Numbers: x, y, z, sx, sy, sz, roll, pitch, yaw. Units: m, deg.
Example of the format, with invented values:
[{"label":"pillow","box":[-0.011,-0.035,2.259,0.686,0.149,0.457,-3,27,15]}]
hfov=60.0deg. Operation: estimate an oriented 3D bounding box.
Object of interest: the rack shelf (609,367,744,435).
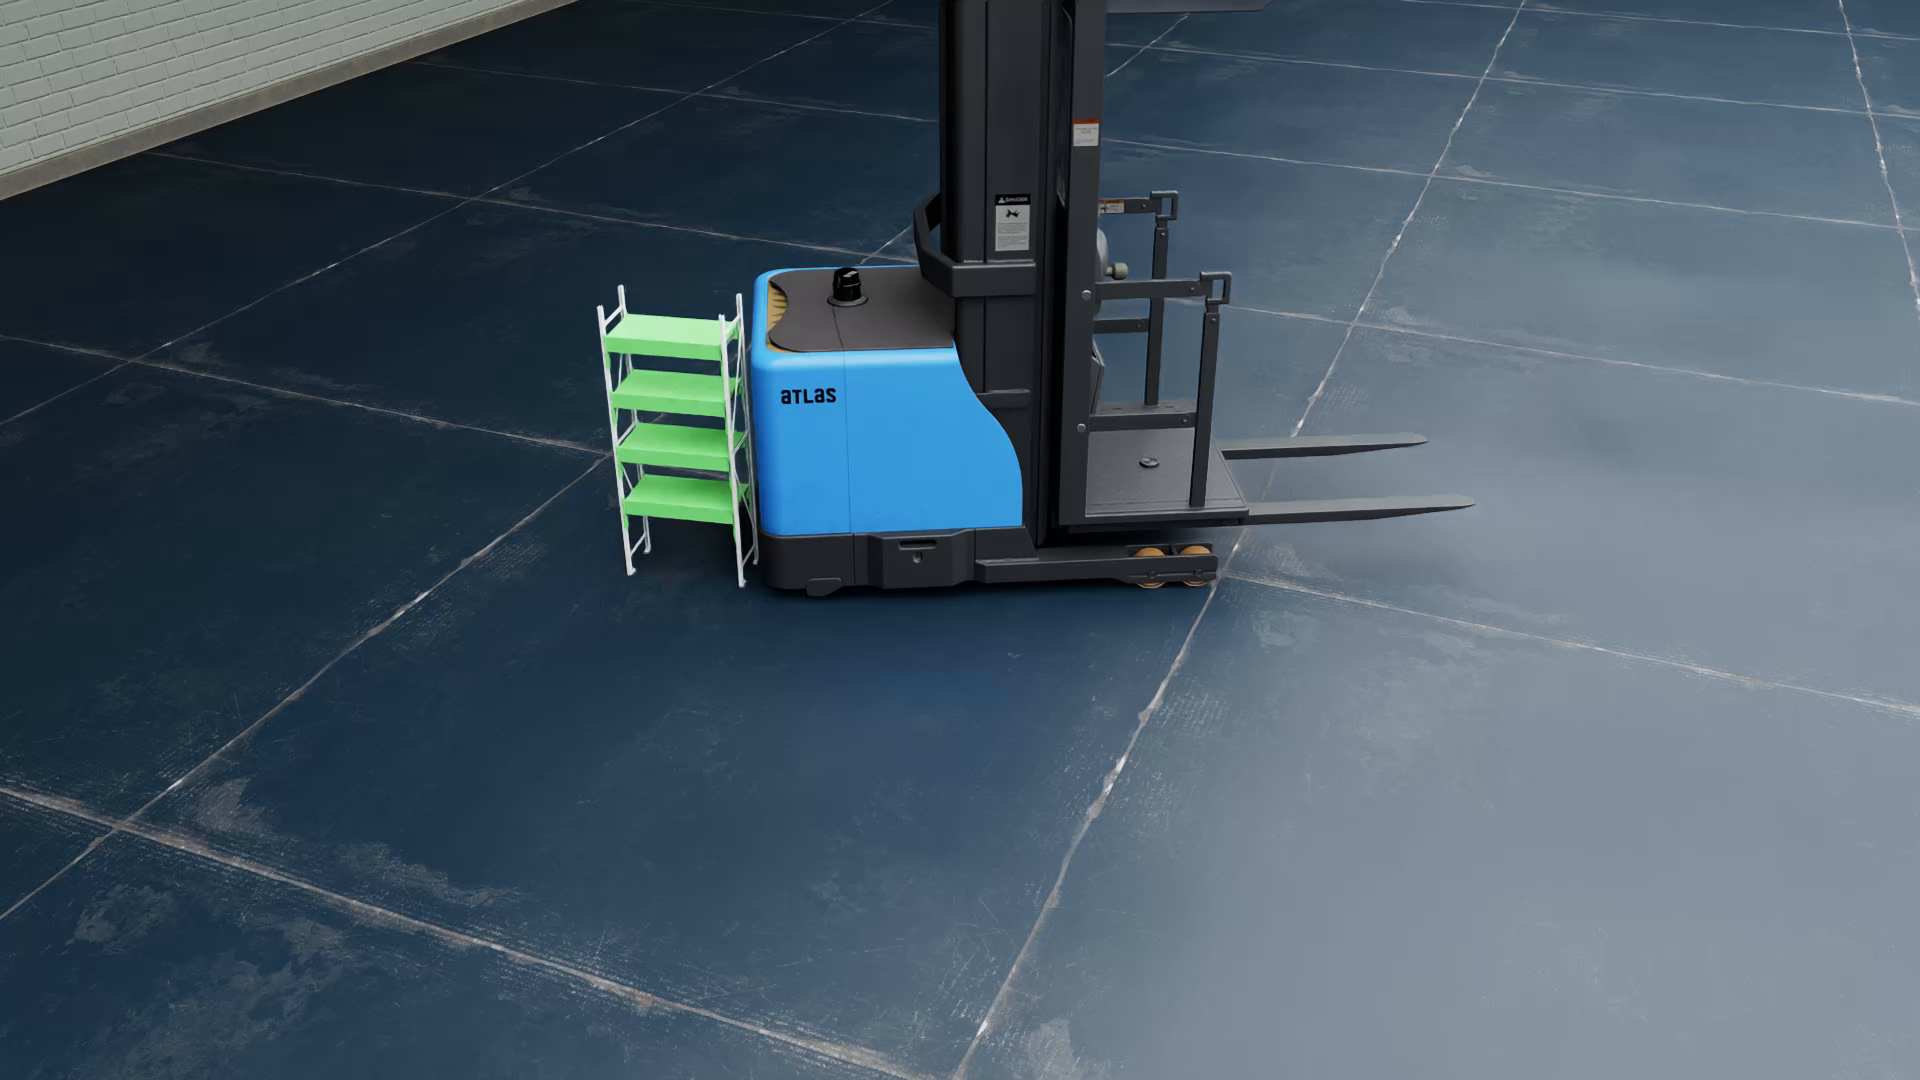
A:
[{"label":"rack shelf","box":[-1.126,-0.560,6.664,0.480,0.148,0.258,5,30,9]}]

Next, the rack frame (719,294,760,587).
[{"label":"rack frame","box":[-0.887,-0.385,6.711,0.015,1.200,0.240,5,30,9]}]

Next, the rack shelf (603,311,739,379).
[{"label":"rack shelf","box":[-1.126,-0.769,6.546,0.480,0.148,0.258,5,30,9]}]

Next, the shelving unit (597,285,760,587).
[{"label":"shelving unit","box":[-1.126,-0.407,6.751,0.503,1.200,0.258,5,30,9]}]

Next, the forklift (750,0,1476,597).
[{"label":"forklift","box":[0.656,-1.332,6.628,3.031,2.935,1.130,-3,30,-4]}]

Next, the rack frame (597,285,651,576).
[{"label":"rack frame","box":[-1.366,-0.430,6.791,0.015,1.200,0.240,5,30,9]}]

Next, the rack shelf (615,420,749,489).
[{"label":"rack shelf","box":[-1.126,-0.352,6.782,0.480,0.148,0.258,5,30,9]}]

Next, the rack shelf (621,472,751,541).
[{"label":"rack shelf","box":[-1.126,-0.143,6.900,0.480,0.148,0.258,5,30,9]}]
